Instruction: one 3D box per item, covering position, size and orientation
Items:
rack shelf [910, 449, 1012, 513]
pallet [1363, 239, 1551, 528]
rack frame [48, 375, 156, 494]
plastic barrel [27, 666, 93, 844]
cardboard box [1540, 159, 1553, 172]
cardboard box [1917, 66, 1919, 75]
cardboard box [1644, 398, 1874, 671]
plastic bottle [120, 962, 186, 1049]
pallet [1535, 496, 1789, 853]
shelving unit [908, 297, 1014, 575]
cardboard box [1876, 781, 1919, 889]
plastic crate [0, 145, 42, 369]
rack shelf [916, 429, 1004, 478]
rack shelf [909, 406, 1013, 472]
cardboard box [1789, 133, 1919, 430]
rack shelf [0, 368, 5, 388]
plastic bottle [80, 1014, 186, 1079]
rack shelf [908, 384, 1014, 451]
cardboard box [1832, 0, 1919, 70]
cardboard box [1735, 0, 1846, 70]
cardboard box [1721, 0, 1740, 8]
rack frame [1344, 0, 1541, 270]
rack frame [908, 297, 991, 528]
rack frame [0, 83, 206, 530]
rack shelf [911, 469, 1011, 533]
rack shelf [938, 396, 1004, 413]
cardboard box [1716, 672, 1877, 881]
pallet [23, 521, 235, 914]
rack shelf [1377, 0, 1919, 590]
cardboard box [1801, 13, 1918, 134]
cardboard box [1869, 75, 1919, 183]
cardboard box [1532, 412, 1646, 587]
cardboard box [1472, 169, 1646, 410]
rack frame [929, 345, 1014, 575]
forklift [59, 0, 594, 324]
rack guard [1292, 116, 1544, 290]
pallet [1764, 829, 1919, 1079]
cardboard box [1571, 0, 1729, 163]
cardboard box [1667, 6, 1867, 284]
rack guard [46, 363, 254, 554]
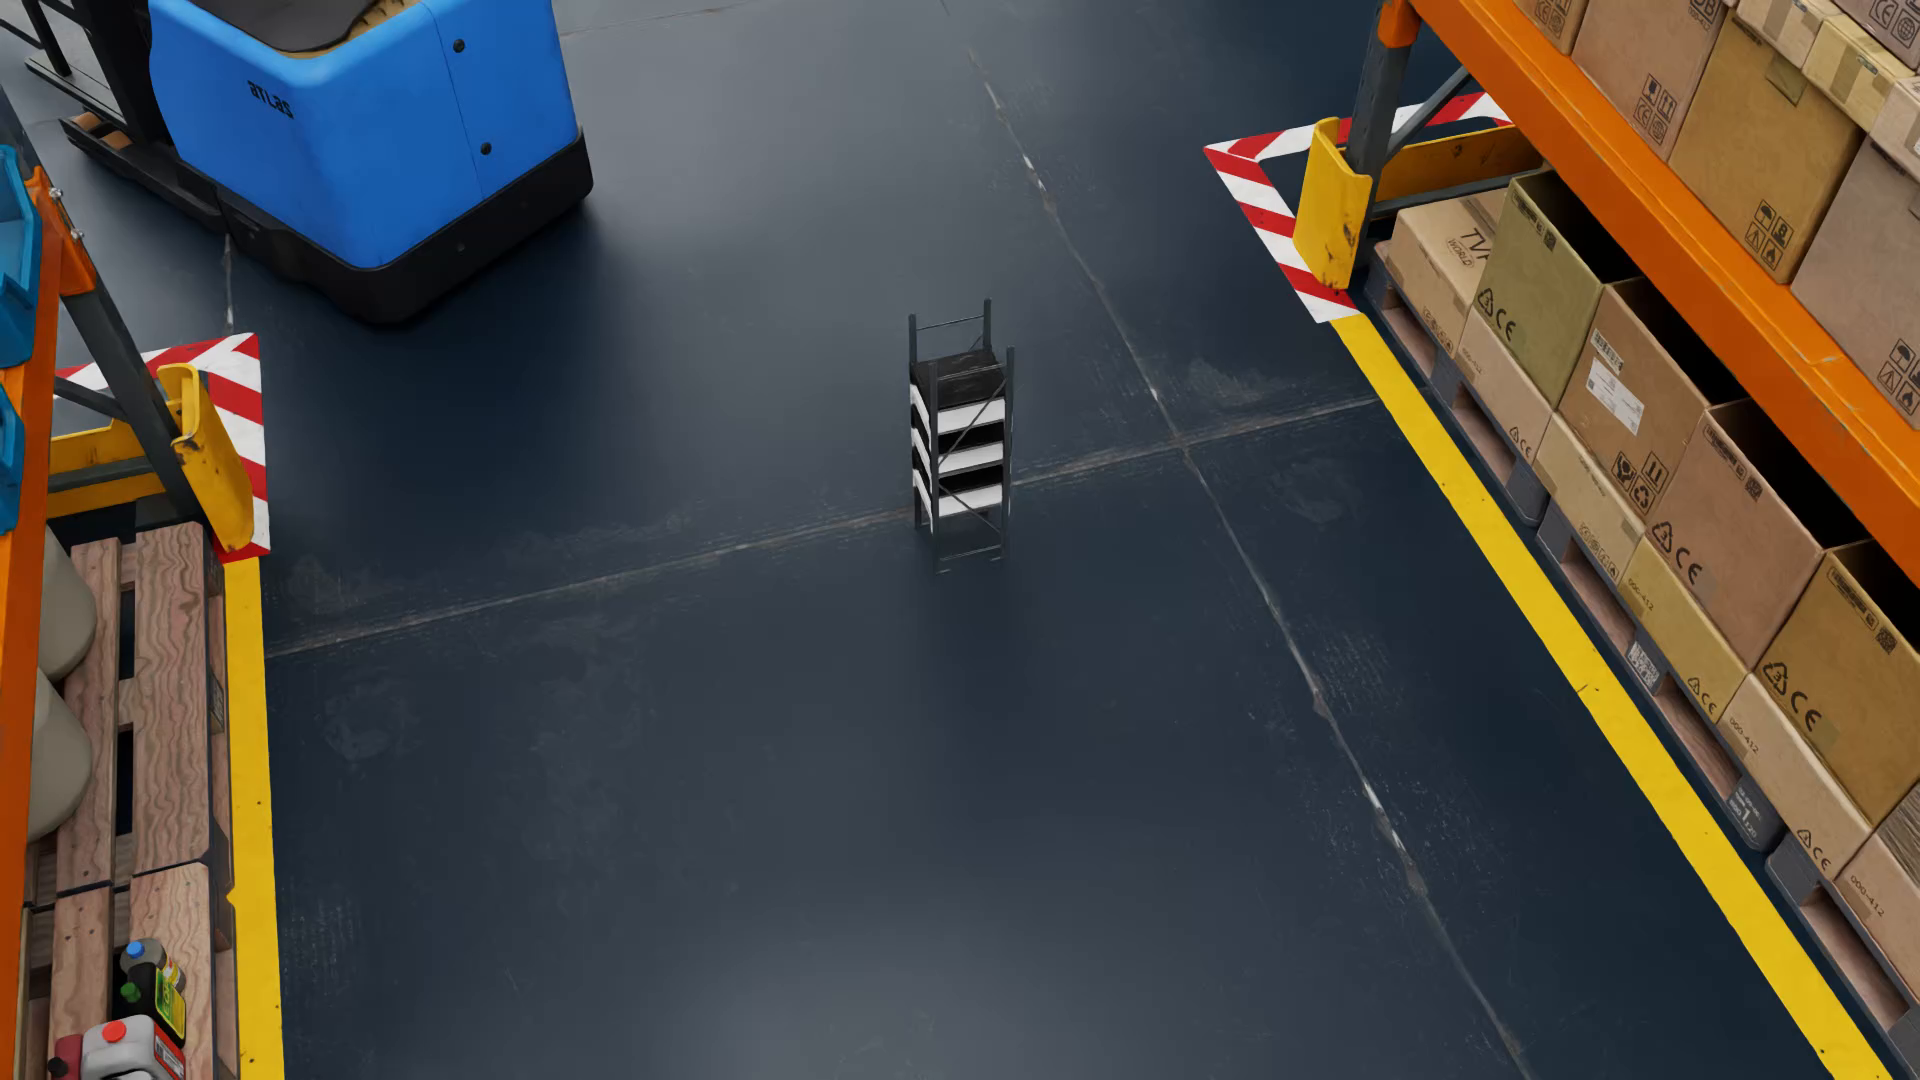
[{"bbox_3d":[-10.165,-11.826,13.193,11.303,3.100,33.284,-13,51,-11],"label":"rack shelf"},{"bbox_3d":[2.103,-0.652,5.661,1.003,0.211,1.213,-13,51,-11],"label":"pallet"},{"bbox_3d":[-2.899,-0.982,4.116,0.949,2.616,0.053,-13,51,-11],"label":"rack frame"},{"bbox_3d":[-2.480,0.514,4.208,0.421,0.512,0.421,0,50,0],"label":"plastic barrel"},{"bbox_3d":[2.280,-1.266,5.389,0.500,0.500,0.500,-13,51,-11],"label":"cardboard box"},{"bbox_3d":[2.437,-1.051,3.260,0.700,0.500,0.500,-13,51,-11],"label":"cardboard box"},{"bbox_3d":[2.224,-0.052,4.365,0.500,0.500,0.500,-13,51,-11],"label":"cardboard box"},{"bbox_3d":[-1.882,1.075,3.871,0.061,0.283,0.133,-12,51,-10],"label":"plastic bottle"},{"bbox_3d":[2.460,0.238,4.911,1.003,0.211,1.213,-13,51,-11],"label":"pallet"},{"bbox_3d":[-10.164,-11.825,13.191,11.303,3.100,33.289,-13,51,-11],"label":"shelving unit"},{"bbox_3d":[2.537,0.674,3.753,0.500,0.500,0.500,-13,51,-11],"label":"cardboard box"},{"bbox_3d":[-2.462,-0.637,3.922,0.499,0.251,0.616,-13,51,-11],"label":"plastic crate"},{"bbox_3d":[0.002,-0.276,4.911,0.221,0.026,0.190,-13,51,-11],"label":"rack shelf"},{"bbox_3d":[0.002,-0.321,4.858,0.258,0.077,0.200,-13,51,-11],"label":"rack shelf"},{"bbox_3d":[2.423,-0.658,3.777,0.700,0.500,0.500,-12,51,-10],"label":"cardboard box"},{"bbox_3d":[-2.305,0.647,3.085,0.919,0.124,3.809,-13,51,-11],"label":"rack shelf"},{"bbox_3d":[-1.886,1.186,3.782,0.152,0.276,0.135,-13,51,-11],"label":"plastic bottle"},{"bbox_3d":[0.002,-0.379,4.789,0.258,0.077,0.200,-13,51,-11],"label":"rack shelf"},{"bbox_3d":[2.289,-1.417,3.568,0.700,0.500,0.500,-13,51,-11],"label":"cardboard box"},{"bbox_3d":[2.054,-1.252,3.854,0.380,0.149,0.250,-15,51,-12],"label":"cardboard box"},{"bbox_3d":[1.973,-1.446,4.018,0.380,0.149,0.250,-14,51,-12],"label":"cardboard box"},{"bbox_3d":[1.837,-2.100,5.058,1.000,3.000,0.127,-13,51,-11],"label":"rack frame"},{"bbox_3d":[-0.028,-0.358,4.964,0.240,0.900,0.006,-13,51,-11],"label":"rack frame"},{"bbox_3d":[-2.896,-0.982,4.116,1.000,3.000,0.127,-13,51,-11],"label":"rack frame"},{"bbox_3d":[0.002,-0.147,5.064,0.258,0.077,0.200,-13,51,-11],"label":"rack shelf"},{"bbox_3d":[0.002,-0.446,4.709,0.199,0.015,0.184,-13,51,-11],"label":"rack shelf"},{"bbox_3d":[2.373,0.554,4.345,0.500,0.250,0.500,-13,51,-11],"label":"cardboard box"},{"bbox_3d":[-2.594,0.556,4.643,1.003,0.211,1.213,-13,51,-11],"label":"pallet"},{"bbox_3d":[2.428,-0.407,4.102,1.077,0.370,4.000,-13,51,-11],"label":"rack shelf"},{"bbox_3d":[2.130,-1.065,3.697,0.380,0.149,0.250,-14,51,-11],"label":"cardboard box"},{"bbox_3d":[2.201,-0.883,3.543,0.380,0.149,0.250,-13,51,-11],"label":"cardboard box"},{"bbox_3d":[2.082,-0.177,4.961,0.500,0.250,0.500,-13,51,-11],"label":"cardboard box"},{"bbox_3d":[1.933,-0.784,4.982,0.500,0.500,0.500,-13,51,-11],"label":"cardboard box"},{"bbox_3d":[0.032,-0.210,4.838,0.240,0.900,0.006,-13,51,-11],"label":"rack frame"},{"bbox_3d":[-2.860,-2.644,5.562,3.031,2.935,1.130,31,56,23],"label":"forklift"},{"bbox_3d":[1.830,-1.311,6.029,1.175,0.500,0.348,-13,51,-11],"label":"rack guard"},{"bbox_3d":[2.825,1.130,4.159,1.003,0.211,1.213,-13,51,-11],"label":"pallet"},{"bbox_3d":[2.123,-1.406,4.408,0.700,0.500,0.500,-12,51,-10],"label":"cardboard box"},{"bbox_3d":[2.264,-1.042,4.101,0.700,0.500,0.500,-13,51,-11],"label":"cardboard box"},{"bbox_3d":[-2.829,-0.132,5.034,1.175,0.500,0.348,-13,51,-11],"label":"rack guard"}]
